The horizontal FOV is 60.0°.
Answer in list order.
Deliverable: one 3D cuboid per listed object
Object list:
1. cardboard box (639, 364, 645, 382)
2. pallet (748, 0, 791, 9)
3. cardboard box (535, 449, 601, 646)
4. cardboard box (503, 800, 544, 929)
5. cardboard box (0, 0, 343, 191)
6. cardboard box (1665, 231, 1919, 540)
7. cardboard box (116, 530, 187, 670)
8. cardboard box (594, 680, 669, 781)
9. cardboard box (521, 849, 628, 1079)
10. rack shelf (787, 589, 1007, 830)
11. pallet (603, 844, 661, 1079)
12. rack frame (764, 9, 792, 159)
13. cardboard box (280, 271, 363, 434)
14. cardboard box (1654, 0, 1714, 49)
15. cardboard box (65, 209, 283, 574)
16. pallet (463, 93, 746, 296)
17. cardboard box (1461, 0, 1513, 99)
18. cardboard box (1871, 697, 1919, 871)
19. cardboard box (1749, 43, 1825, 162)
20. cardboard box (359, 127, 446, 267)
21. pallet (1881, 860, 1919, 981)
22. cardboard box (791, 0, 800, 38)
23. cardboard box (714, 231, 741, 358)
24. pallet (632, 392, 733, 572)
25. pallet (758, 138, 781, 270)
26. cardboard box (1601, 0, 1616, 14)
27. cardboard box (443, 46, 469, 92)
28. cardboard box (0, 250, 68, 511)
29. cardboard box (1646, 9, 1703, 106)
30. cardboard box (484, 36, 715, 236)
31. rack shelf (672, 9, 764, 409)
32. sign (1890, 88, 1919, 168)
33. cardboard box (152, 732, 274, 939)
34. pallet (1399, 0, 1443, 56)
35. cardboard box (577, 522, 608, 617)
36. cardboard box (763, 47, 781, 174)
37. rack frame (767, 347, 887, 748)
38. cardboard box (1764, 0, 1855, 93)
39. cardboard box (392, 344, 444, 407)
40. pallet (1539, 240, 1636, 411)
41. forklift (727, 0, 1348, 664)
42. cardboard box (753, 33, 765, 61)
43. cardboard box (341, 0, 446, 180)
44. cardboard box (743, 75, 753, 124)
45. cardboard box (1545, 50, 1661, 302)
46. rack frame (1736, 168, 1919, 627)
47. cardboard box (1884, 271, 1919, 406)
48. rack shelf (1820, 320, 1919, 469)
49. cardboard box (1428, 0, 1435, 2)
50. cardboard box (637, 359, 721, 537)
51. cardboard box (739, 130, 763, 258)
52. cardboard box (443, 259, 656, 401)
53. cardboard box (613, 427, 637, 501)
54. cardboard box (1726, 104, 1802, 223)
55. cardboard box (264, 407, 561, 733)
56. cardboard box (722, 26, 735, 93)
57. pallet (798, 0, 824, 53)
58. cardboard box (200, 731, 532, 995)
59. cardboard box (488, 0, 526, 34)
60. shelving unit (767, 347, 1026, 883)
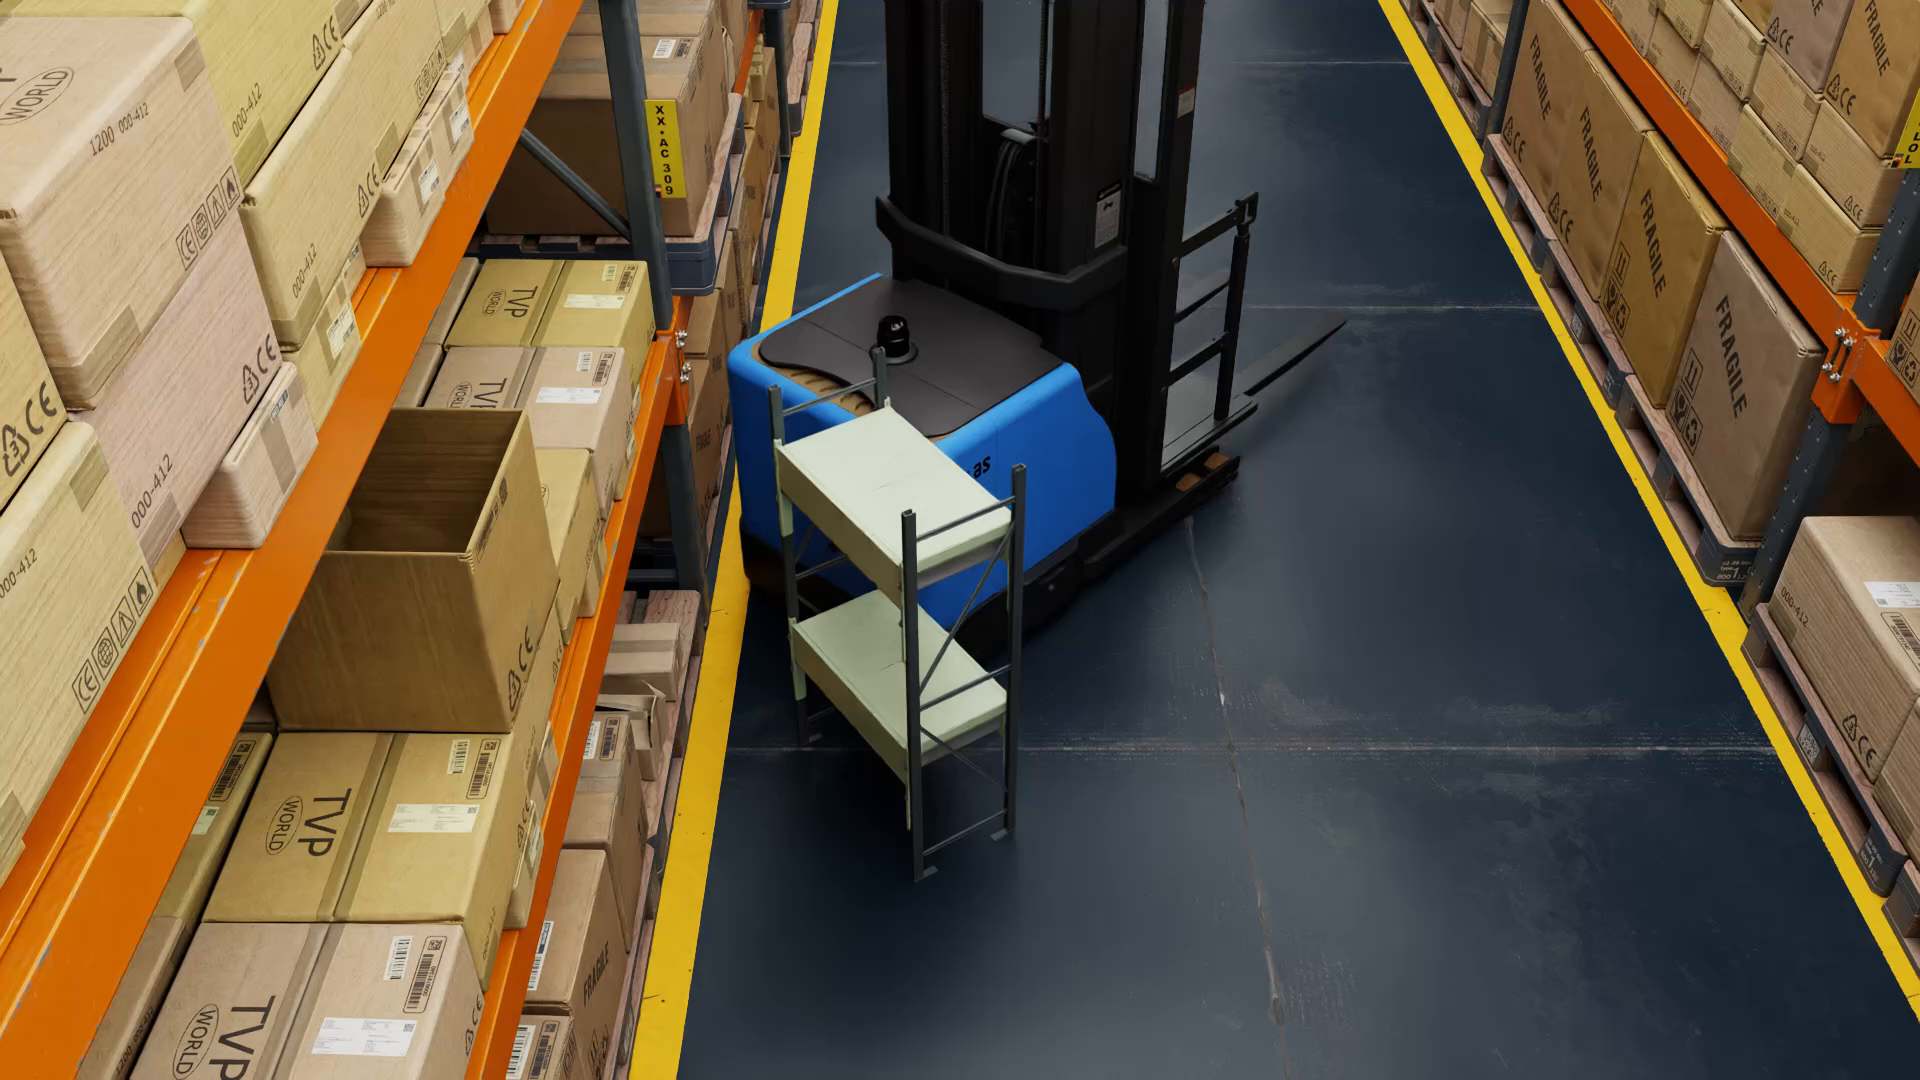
[{"bbox_3d":[-1.209,-0.574,5.269,0.380,0.149,0.250,0,39,1],"label":"cardboard box"},{"bbox_3d":[-1.395,-2.874,8.091,1.213,0.211,1.003,0,39,0],"label":"pallet"},{"bbox_3d":[-1.215,0.014,4.215,0.500,0.250,0.500,0,39,0],"label":"cardboard box"},{"bbox_3d":[-1.135,0.717,3.658,0.380,0.149,0.250,-1,39,-1],"label":"cardboard box"},{"bbox_3d":[-1.203,-0.703,2.312,0.500,0.250,0.500,-1,39,-1],"label":"cardboard box"},{"bbox_3d":[3.421,-0.600,6.463,0.875,0.875,0.875,1,39,1],"label":"cardboard box"},{"bbox_3d":[-1.235,0.034,2.112,0.380,0.149,0.250,0,39,0],"label":"cardboard box"},{"bbox_3d":[-1.167,0.603,5.449,0.396,0.266,0.258,1,39,2],"label":"cardboard box"},{"bbox_3d":[-1.226,1.194,4.525,0.500,0.500,0.500,1,39,1],"label":"cardboard box"},{"bbox_3d":[-0.193,0.512,5.433,0.431,0.370,0.720,-23,44,-26],"label":"rack shelf"},{"bbox_3d":[-1.458,1.411,4.821,1.003,0.211,1.213,0,39,0],"label":"pallet"},{"bbox_3d":[-1.466,-3.373,8.560,1.000,3.000,0.127,0,39,0],"label":"rack frame"},{"bbox_3d":[-1.140,-0.286,2.511,0.380,0.149,0.250,0,39,0],"label":"cardboard box"},{"bbox_3d":[3.226,-2.246,6.874,0.500,0.250,0.500,1,39,1],"label":"cardboard box"},{"bbox_3d":[-1.206,-0.194,2.076,0.500,0.250,0.500,1,39,1],"label":"cardboard box"},{"bbox_3d":[-1.354,-1.296,6.123,1.003,0.211,1.213,0,39,0],"label":"pallet"},{"bbox_3d":[3.507,-2.871,9.699,0.950,0.372,0.625,-2,39,-3],"label":"cardboard box"},{"bbox_3d":[3.397,0.911,4.927,0.875,0.438,0.875,-1,39,-1],"label":"cardboard box"},{"bbox_3d":[3.250,-1.602,6.071,0.500,0.250,0.500,1,39,1],"label":"cardboard box"},{"bbox_3d":[-1.130,-0.601,2.903,0.380,0.149,0.250,0,39,0],"label":"cardboard box"},{"bbox_3d":[3.429,1.451,4.770,1.003,0.211,1.213,0,39,0],"label":"pallet"},{"bbox_3d":[-1.462,-3.409,10.168,0.875,0.625,0.625,1,39,1],"label":"cardboard box"},{"bbox_3d":[-1.244,-1.008,7.272,0.500,0.500,0.500,-1,39,-1],"label":"cardboard box"},{"bbox_3d":[-1.501,-0.292,6.946,1.003,0.211,1.213,0,39,0],"label":"pallet"},{"bbox_3d":[-1.503,-1.818,8.850,1.003,0.211,1.213,0,39,0],"label":"pallet"},{"bbox_3d":[3.264,-2.693,7.832,0.500,0.250,0.500,-1,39,-1],"label":"cardboard box"},{"bbox_3d":[-1.204,-0.920,3.301,0.380,0.149,0.250,0,39,0],"label":"cardboard box"},{"bbox_3d":[-1.207,-0.071,1.523,0.500,0.250,0.500,0,39,-1],"label":"cardboard box"},{"bbox_3d":[3.263,-2.056,7.037,0.500,0.250,0.500,0,39,0],"label":"cardboard box"},{"bbox_3d":[-1.239,-1.377,5.654,0.700,0.500,0.500,1,39,1],"label":"cardboard box"},{"bbox_3d":[-1.464,-1.841,7.224,1.077,0.370,4.000,0,39,0],"label":"rack shelf"},{"bbox_3d":[2.959,-1.292,5.101,0.100,0.325,0.005,0,39,0],"label":"sign"},{"bbox_3d":[-1.718,0.653,3.419,0.500,0.250,0.500,1,39,1],"label":"cardboard box"},{"bbox_3d":[3.499,-3.540,10.999,1.003,0.211,1.213,0,39,0],"label":"pallet"},{"bbox_3d":[-1.161,0.075,4.459,0.380,0.149,0.250,-1,39,-1],"label":"cardboard box"},{"bbox_3d":[-1.251,-2.297,8.881,0.500,0.500,0.500,1,39,1],"label":"cardboard box"},{"bbox_3d":[-0.399,0.069,5.465,0.400,1.500,0.023,-23,44,-26],"label":"rack frame"},{"bbox_3d":[3.242,-1.909,5.854,0.500,0.500,0.500,1,39,1],"label":"cardboard box"},{"bbox_3d":[-1.724,-0.306,4.615,0.500,0.250,0.500,0,39,0],"label":"cardboard box"},{"bbox_3d":[3.421,-1.037,7.875,1.003,0.211,1.213,0,39,0],"label":"pallet"},{"bbox_3d":[0.524,-1.449,6.214,1.130,2.935,3.031,30,47,32],"label":"forklift"},{"bbox_3d":[-1.213,-2.506,8.623,0.380,0.149,0.250,-2,39,-2],"label":"cardboard box"},{"bbox_3d":[-1.218,-0.837,2.879,0.500,0.250,0.500,-1,39,-1],"label":"cardboard box"},{"bbox_3d":[-1.225,-2.170,8.204,0.380,0.149,0.250,-1,39,-2],"label":"cardboard box"},{"bbox_3d":[3.412,-1.724,7.866,0.875,0.875,0.875,0,39,1],"label":"cardboard box"},{"bbox_3d":[3.502,-0.877,5.446,1.000,3.000,0.127,0,39,0],"label":"rack frame"},{"bbox_3d":[3.241,-0.623,5.048,0.500,0.500,0.500,1,39,1],"label":"cardboard box"},{"bbox_3d":[3.504,0.654,4.110,1.077,0.370,4.000,0,39,0],"label":"rack shelf"},{"bbox_3d":[3.502,-3.806,10.866,0.950,0.372,0.625,1,39,1],"label":"cardboard box"},{"bbox_3d":[-1.237,-0.363,6.467,0.500,0.500,0.500,2,39,2],"label":"cardboard box"},{"bbox_3d":[-1.258,-1.657,8.082,0.500,0.500,0.500,2,39,2],"label":"cardboard box"},{"bbox_3d":[-1.217,-0.611,4.996,0.500,0.250,0.500,1,39,1],"label":"cardboard box"},{"bbox_3d":[-1.162,-0.249,4.863,0.380,0.149,0.250,1,39,1],"label":"cardboard box"},{"bbox_3d":[3.250,-1.418,6.240,0.500,0.250,0.500,-1,39,-1],"label":"cardboard box"},{"bbox_3d":[-1.190,0.058,3.562,0.500,0.500,0.500,1,39,1],"label":"cardboard box"},{"bbox_3d":[-1.080,-1.852,6.434,0.396,0.266,0.258,2,39,2],"label":"cardboard box"},{"bbox_3d":[-1.427,-3.561,11.024,1.003,0.211,1.213,0,39,0],"label":"pallet"},{"bbox_3d":[-1.193,0.656,3.415,0.500,0.250,0.500,-1,39,-1],"label":"cardboard box"},{"bbox_3d":[-1.181,-1.245,3.707,0.380,0.149,0.250,0,39,0],"label":"cardboard box"},{"bbox_3d":[-0.193,0.258,5.229,0.431,1.500,0.755,-23,44,-26],"label":"shelving unit"}]
